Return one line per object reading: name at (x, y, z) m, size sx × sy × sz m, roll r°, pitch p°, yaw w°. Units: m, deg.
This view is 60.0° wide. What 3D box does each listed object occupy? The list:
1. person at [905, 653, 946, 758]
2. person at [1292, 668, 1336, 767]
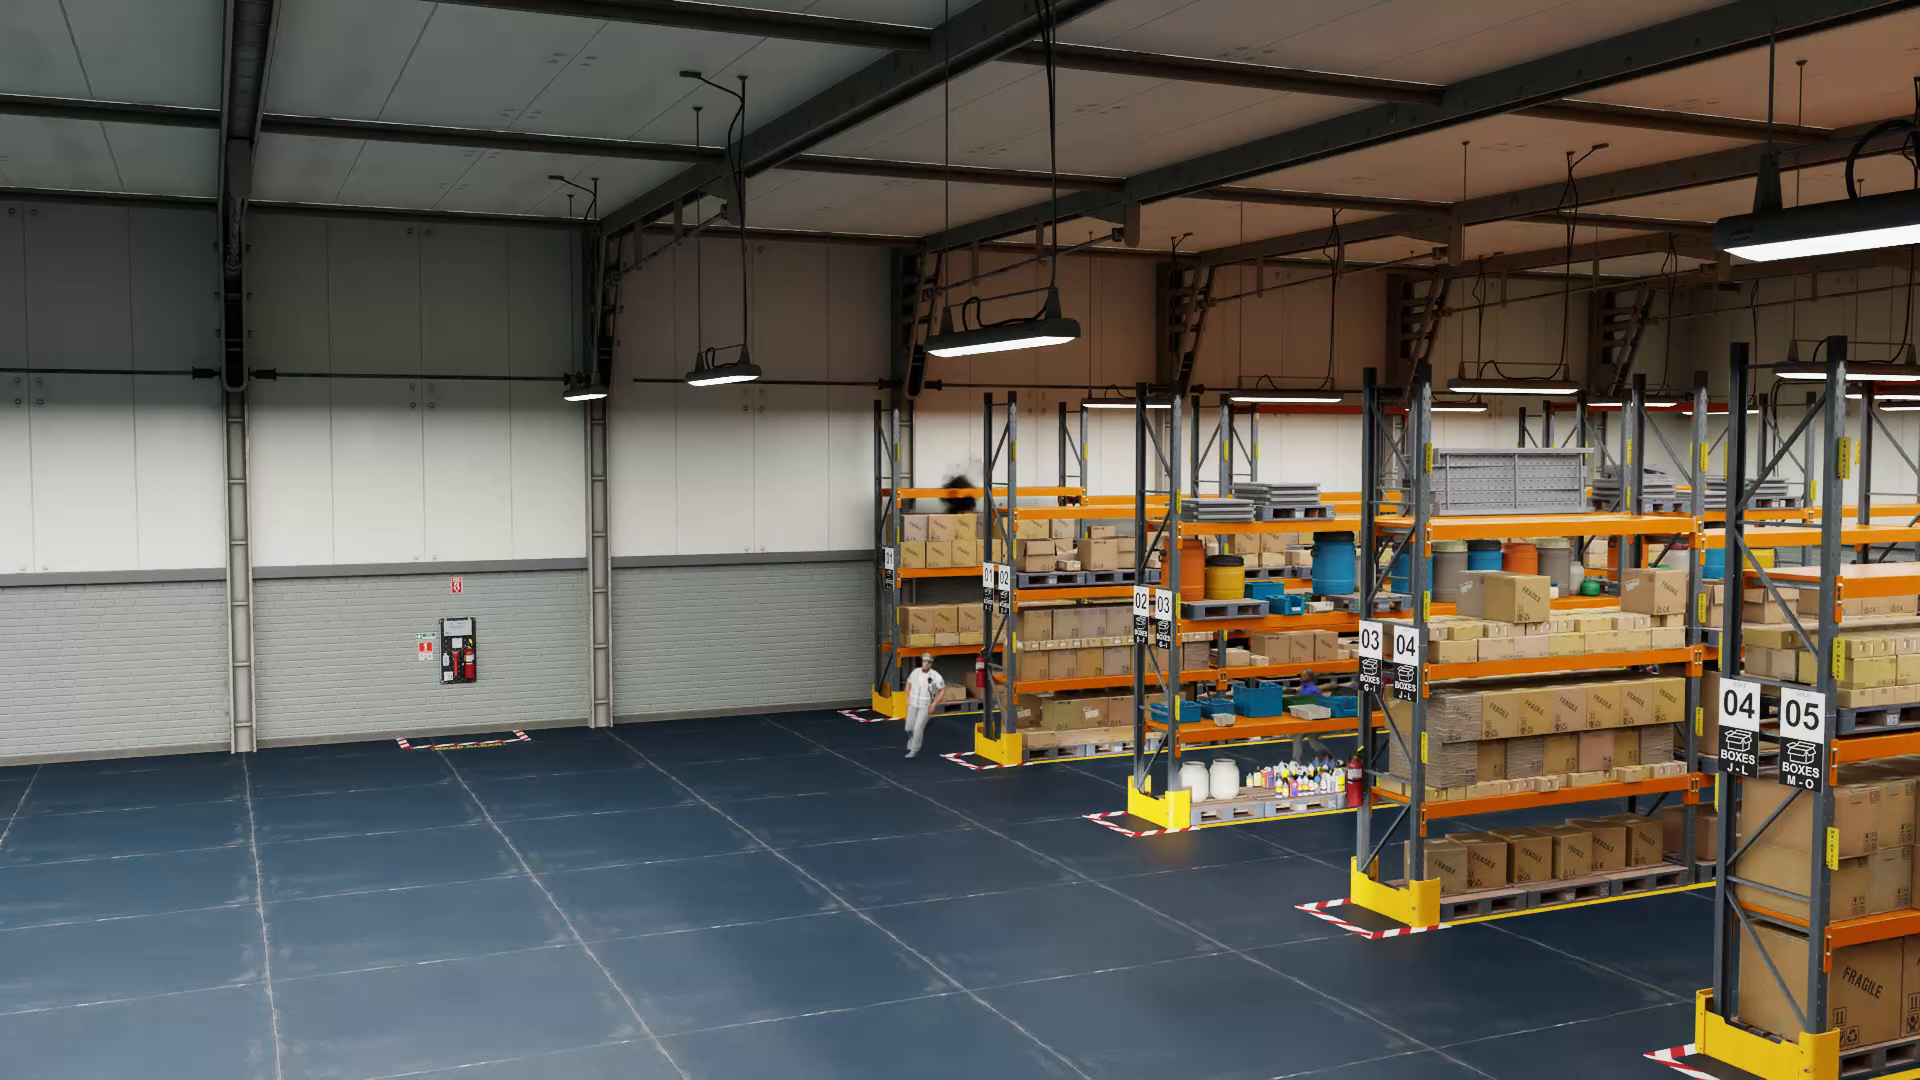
person at (-0.584, 2.710, 27.448) m, size 0.741 × 1.727 × 0.616 m, roll 1°, pitch 3°, yaw 16°
person at (5.462, 2.835, 25.911) m, size 0.882 × 1.660 × 0.579 m, roll -2°, pitch 4°, yaw -24°
